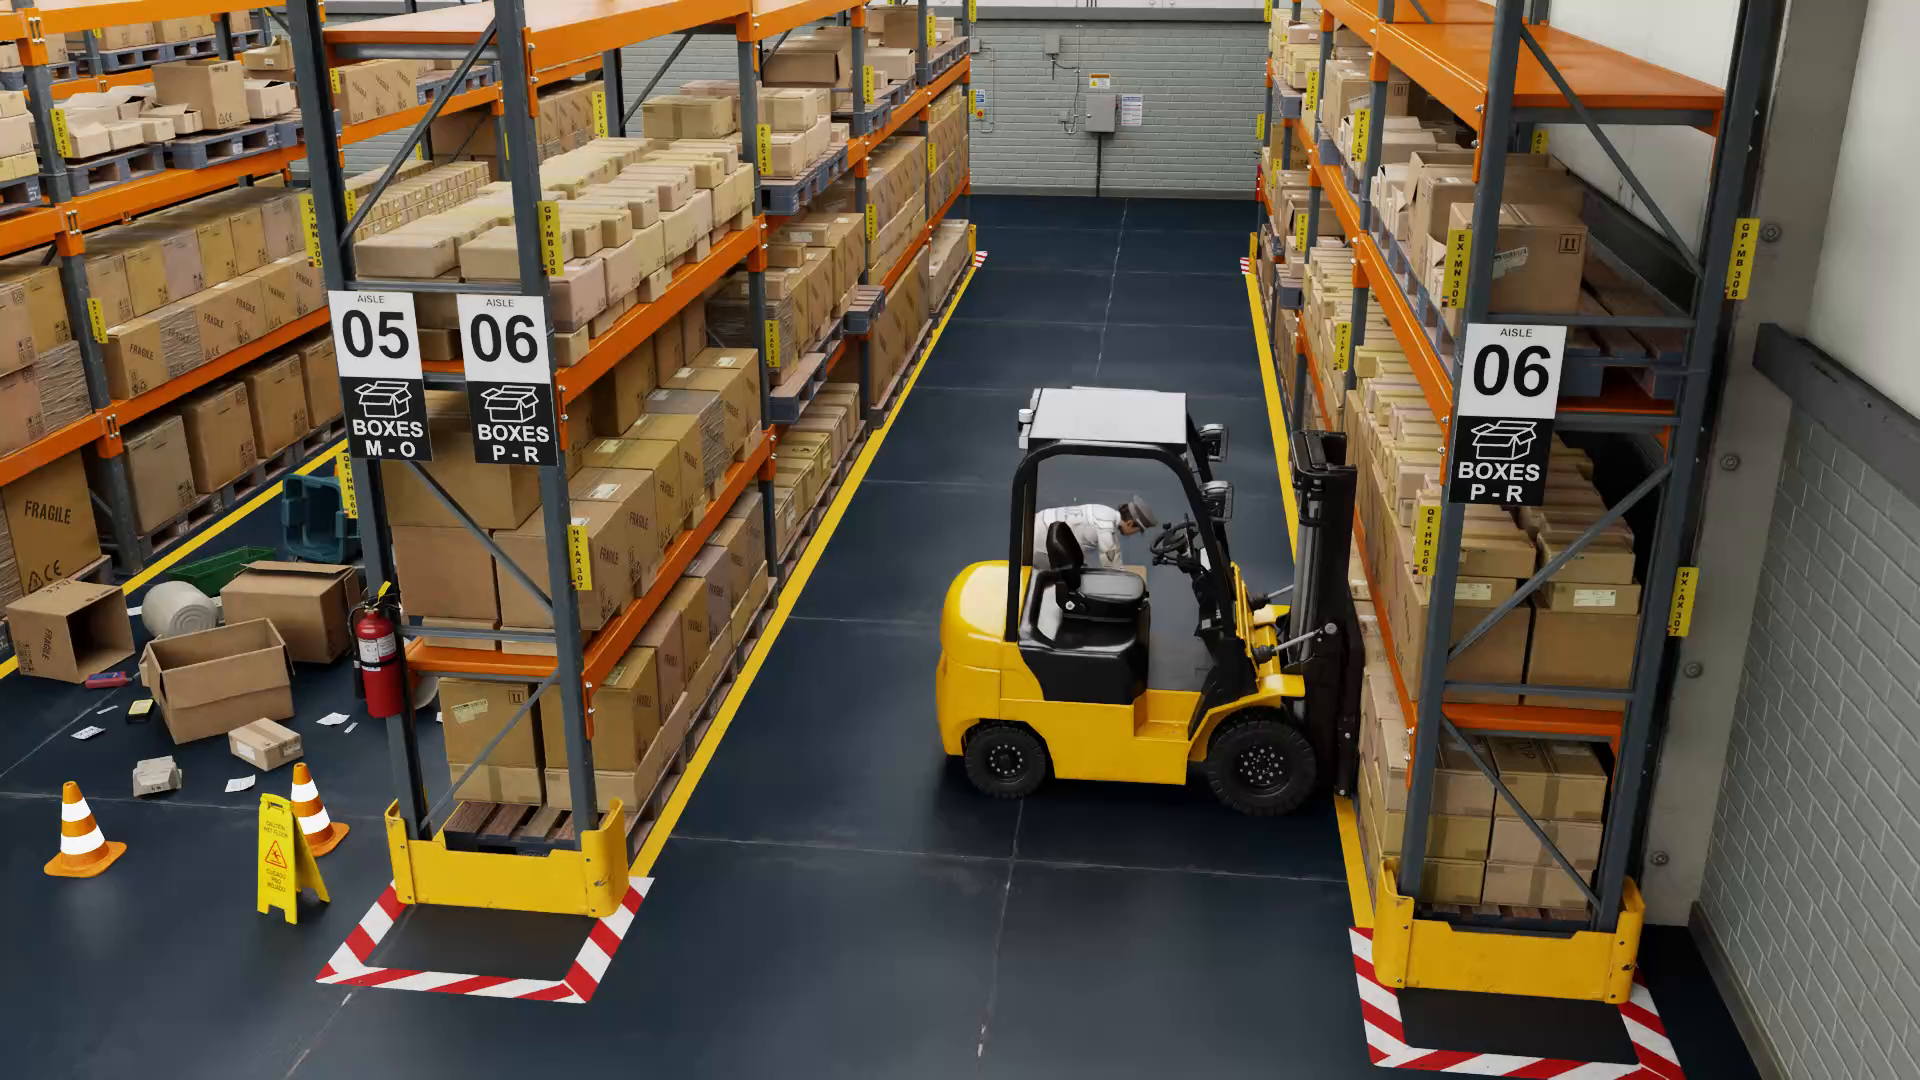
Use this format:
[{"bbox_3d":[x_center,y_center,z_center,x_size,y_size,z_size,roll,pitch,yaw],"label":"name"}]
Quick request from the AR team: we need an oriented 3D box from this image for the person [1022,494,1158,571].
[{"bbox_3d":[0.876,0.214,11.333,0.919,1.087,0.443,1,21,4],"label":"person"}]
